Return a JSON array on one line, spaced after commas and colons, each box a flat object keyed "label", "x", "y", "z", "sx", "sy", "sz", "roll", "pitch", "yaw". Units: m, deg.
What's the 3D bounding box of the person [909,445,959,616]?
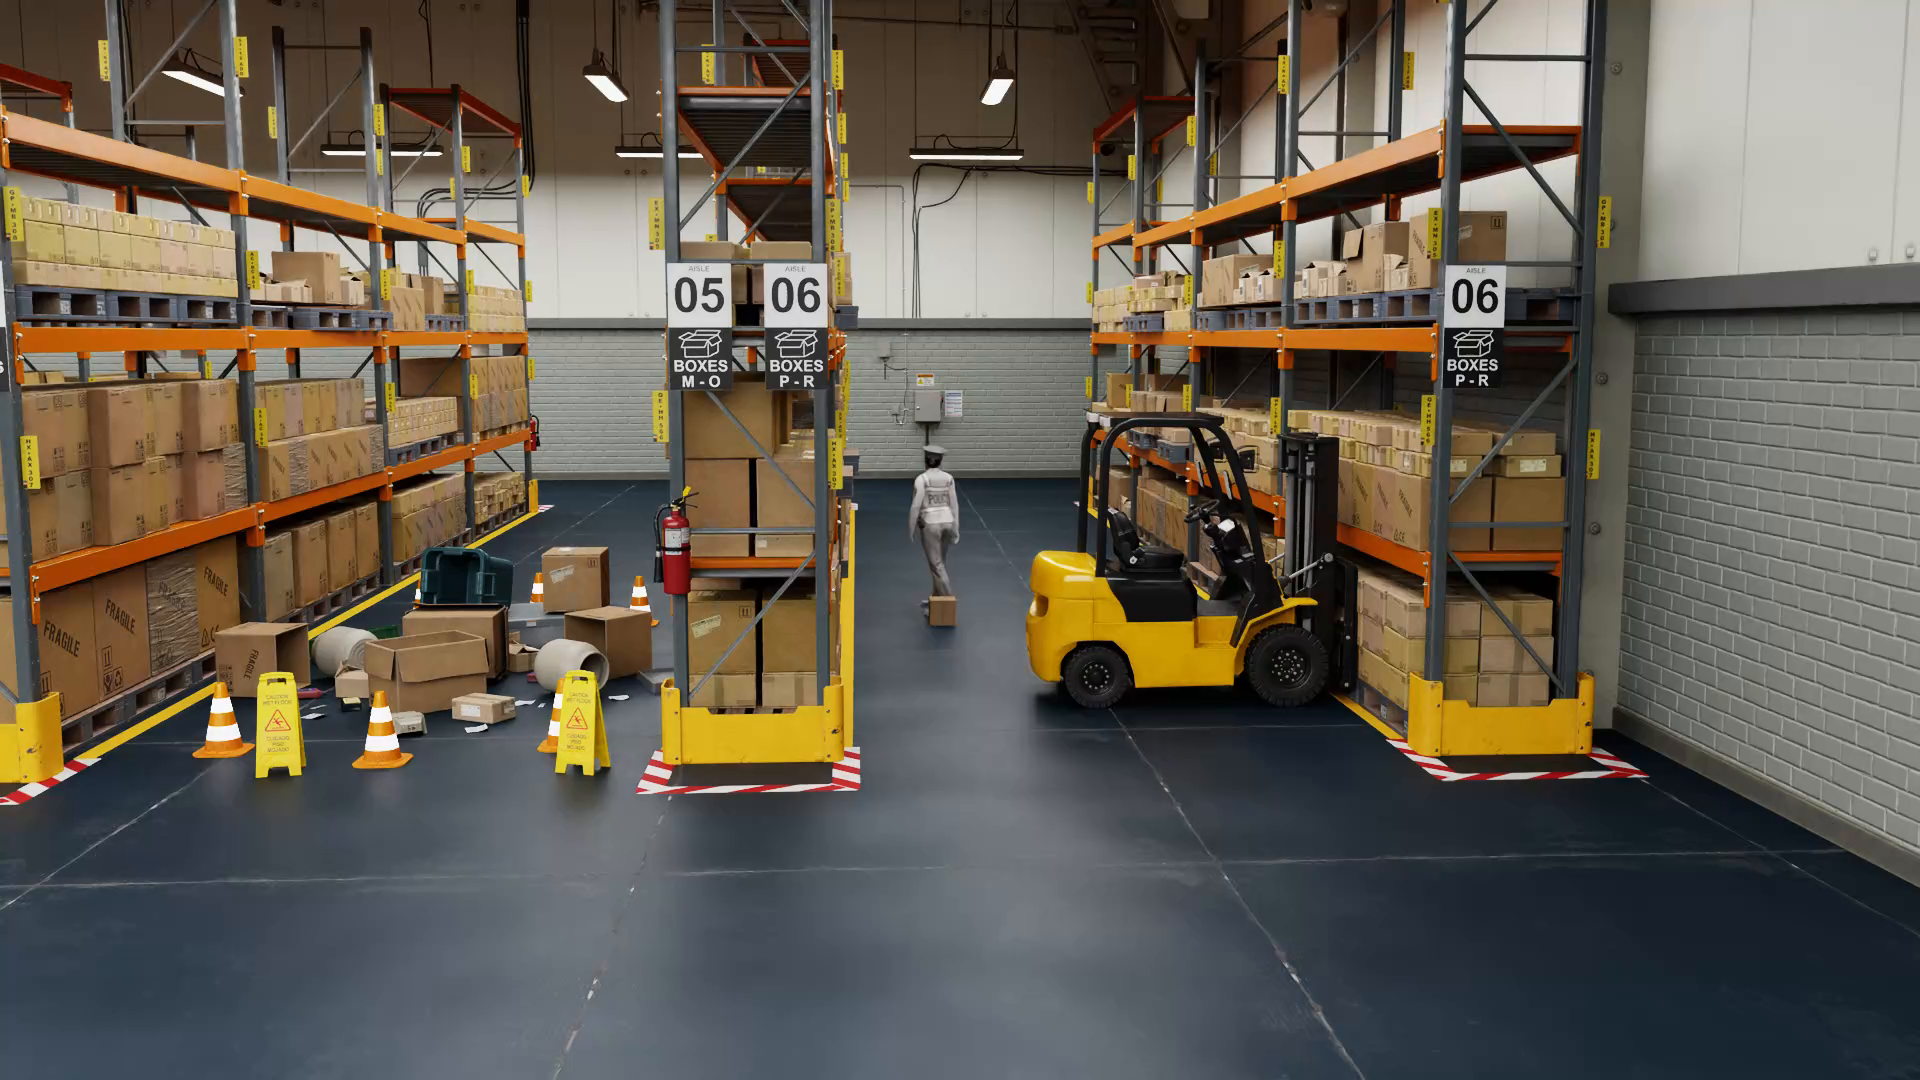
[{"label": "person", "x": -0.248, "y": -0.104, "z": 16.420, "sx": 0.530, "sy": 1.649, "sz": 0.642, "roll": -6, "pitch": 9, "yaw": -42}]
